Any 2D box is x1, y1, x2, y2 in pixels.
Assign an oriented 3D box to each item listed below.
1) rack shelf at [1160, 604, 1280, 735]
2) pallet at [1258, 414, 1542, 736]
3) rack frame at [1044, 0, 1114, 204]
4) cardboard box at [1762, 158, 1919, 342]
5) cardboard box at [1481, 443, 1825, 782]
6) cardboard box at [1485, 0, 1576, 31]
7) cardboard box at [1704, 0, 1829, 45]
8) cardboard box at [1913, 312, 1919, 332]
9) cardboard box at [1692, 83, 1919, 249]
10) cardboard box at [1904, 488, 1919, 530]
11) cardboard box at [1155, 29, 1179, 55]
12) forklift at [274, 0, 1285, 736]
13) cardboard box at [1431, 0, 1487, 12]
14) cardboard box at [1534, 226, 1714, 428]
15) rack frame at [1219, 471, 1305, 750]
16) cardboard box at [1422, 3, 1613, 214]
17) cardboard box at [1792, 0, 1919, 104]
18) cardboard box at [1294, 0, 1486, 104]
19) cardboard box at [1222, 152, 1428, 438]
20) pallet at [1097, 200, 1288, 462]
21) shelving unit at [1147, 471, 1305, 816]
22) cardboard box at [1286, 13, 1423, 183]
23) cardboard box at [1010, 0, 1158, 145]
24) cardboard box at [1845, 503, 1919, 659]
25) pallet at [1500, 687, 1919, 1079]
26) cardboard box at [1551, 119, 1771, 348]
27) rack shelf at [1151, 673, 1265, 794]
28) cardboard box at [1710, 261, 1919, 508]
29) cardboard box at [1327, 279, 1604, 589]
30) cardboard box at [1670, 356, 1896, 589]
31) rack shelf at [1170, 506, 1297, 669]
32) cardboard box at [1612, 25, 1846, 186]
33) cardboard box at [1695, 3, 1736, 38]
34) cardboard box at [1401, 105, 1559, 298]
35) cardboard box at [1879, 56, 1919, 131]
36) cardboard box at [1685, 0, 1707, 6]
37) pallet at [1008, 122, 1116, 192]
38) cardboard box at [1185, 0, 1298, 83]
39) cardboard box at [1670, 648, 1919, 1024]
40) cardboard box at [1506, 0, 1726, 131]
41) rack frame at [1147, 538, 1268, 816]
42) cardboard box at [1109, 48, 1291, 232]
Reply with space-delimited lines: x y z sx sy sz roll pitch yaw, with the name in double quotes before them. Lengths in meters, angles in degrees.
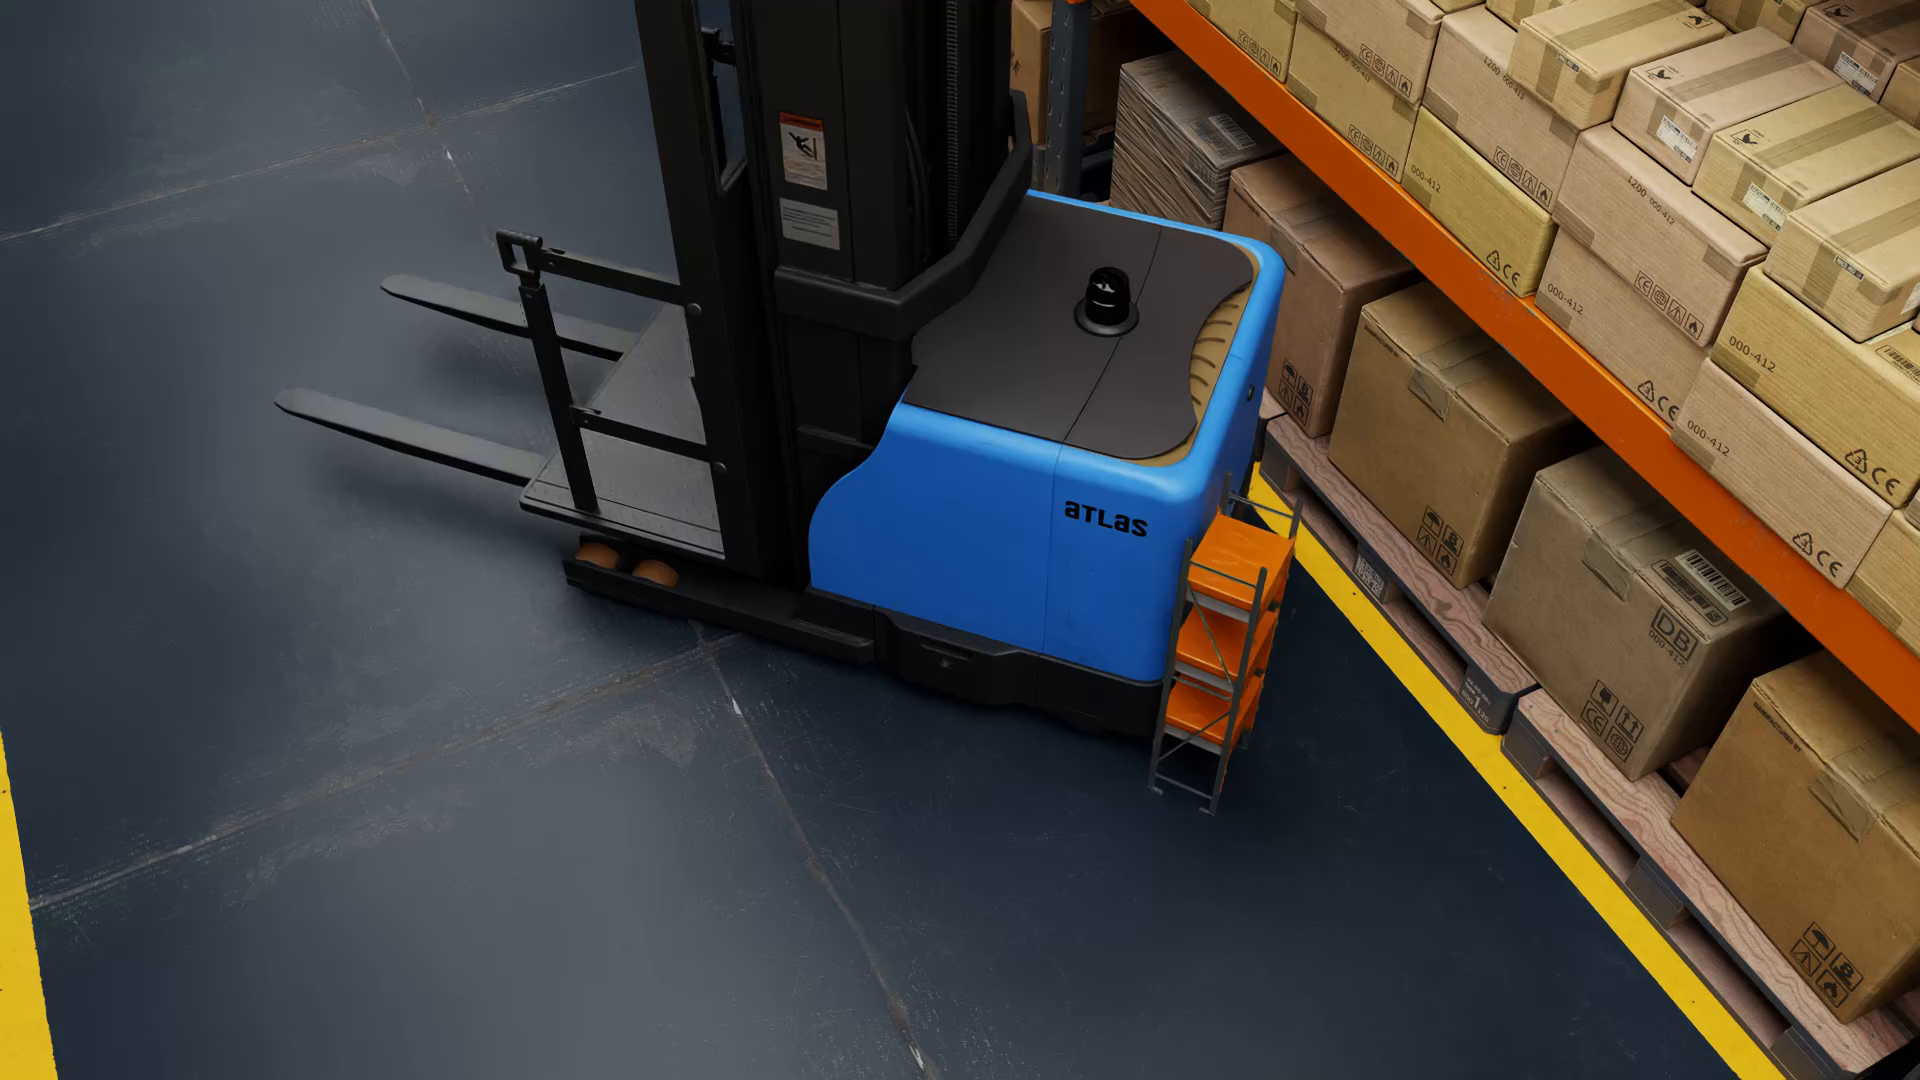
"rack shelf" 0.670 0.304 4.301 0.215 0.259 0.240 22 52 18
"pallet" 1.682 -0.075 5.175 1.003 0.211 1.213 -21 52 -18
"rack frame" 0.786 -2.373 5.332 1.000 3.000 0.127 -21 52 -18
"cardboard box" 1.825 -0.573 3.261 0.380 0.149 0.250 -23 53 -19
"cardboard box" 2.019 0.081 4.485 0.875 0.625 0.625 -22 52 -18
"cardboard box" 1.474 -1.303 3.900 0.380 0.149 0.250 -21 52 -18
"cardboard box" 1.990 -1.287 3.886 0.380 0.149 0.250 -21 52 -17
"cardboard box" 2.063 -0.442 3.147 0.380 0.149 0.250 -21 52 -18
"cardboard box" 1.760 -0.770 3.433 0.380 0.149 0.250 -22 52 -18
"cardboard box" 2.164 -0.051 3.070 0.500 0.250 0.500 -22 52 -18
"cardboard box" 0.842 -2.066 6.446 0.500 0.500 0.500 -19 52 -16
"forklift" -0.671 -1.105 4.270 3.031 2.935 1.130 15 51 13
"cardboard box" 1.269 -1.444 4.023 0.380 0.149 0.250 -20 52 -17
"cardboard box" 1.718 -0.571 3.856 0.500 0.250 0.500 -21 52 -17
"rack frame" 0.727 0.216 4.364 0.200 1.050 0.008 22 52 18
"cardboard box" 1.479 -1.081 3.971 0.500 0.250 0.500 -20 52 -17
"cardboard box" 2.109 -1.122 3.742 0.380 0.149 0.250 -22 52 -18
"cardboard box" 1.223 -1.415 4.262 0.500 0.250 0.500 -22 53 -18
"cardboard box" 1.365 -0.872 5.319 0.875 0.625 0.625 -20 52 -16
"pallet" 1.128 -0.890 5.888 1.003 0.211 1.213 -21 52 -18
"shelving unit" 0.670 0.297 4.293 0.215 1.050 0.252 22 52 18
"cardboard box" 1.239 -1.261 4.460 0.500 0.250 0.500 -23 53 -19
"cardboard box" 0.401 -1.897 6.298 0.500 0.500 0.500 -20 52 -16
"cardboard box" 2.153 0.107 3.263 0.500 0.250 0.500 -20 52 -17
"pallet" 2.244 0.743 4.460 1.003 0.211 1.213 -21 52 -18
"cardboard box" 1.693 -0.737 3.669 0.500 0.250 0.500 -20 52 -17
"rack shelf" 0.670 0.487 4.510 0.215 0.259 0.240 22 52 18
"cardboard box" 1.922 -0.393 3.368 0.500 0.250 0.500 -22 53 -18
"cardboard box" 1.673 -0.422 4.925 0.875 0.625 0.625 -23 53 -19
"cardboard box" 1.918 -0.228 3.556 0.500 0.250 0.500 -21 52 -18
"rack shelf" 0.670 0.117 4.087 0.215 0.259 0.240 22 52 18
"cardboard box" 1.651 -0.939 3.581 0.380 0.149 0.250 -21 52 -17
"cardboard box" 1.924 -1.266 4.132 0.500 0.250 0.500 -22 52 -18
"cardboard box" 1.475 -0.914 4.156 0.500 0.250 0.500 -20 52 -16
"cardboard box" 2.230 -0.955 3.595 0.380 0.149 0.250 -21 52 -18
"cardboard box" 1.834 -1.450 4.028 0.380 0.149 0.250 -20 52 -17
"pallet" 0.478 -1.967 6.830 1.003 0.211 1.213 -21 52 -18
"cardboard box" 0.997 -1.604 4.759 0.500 0.250 0.500 -22 52 -18
"cardboard box" 2.367 0.603 4.029 0.875 0.625 0.625 -19 52 -16
"cardboard box" 1.461 -1.090 3.713 0.380 0.149 0.250 -22 53 -18
"rack frame" 0.614 0.378 4.222 0.200 1.050 0.008 22 52 18
"cardboard box" 1.059 -1.307 5.699 0.875 0.625 0.625 -20 52 -16
